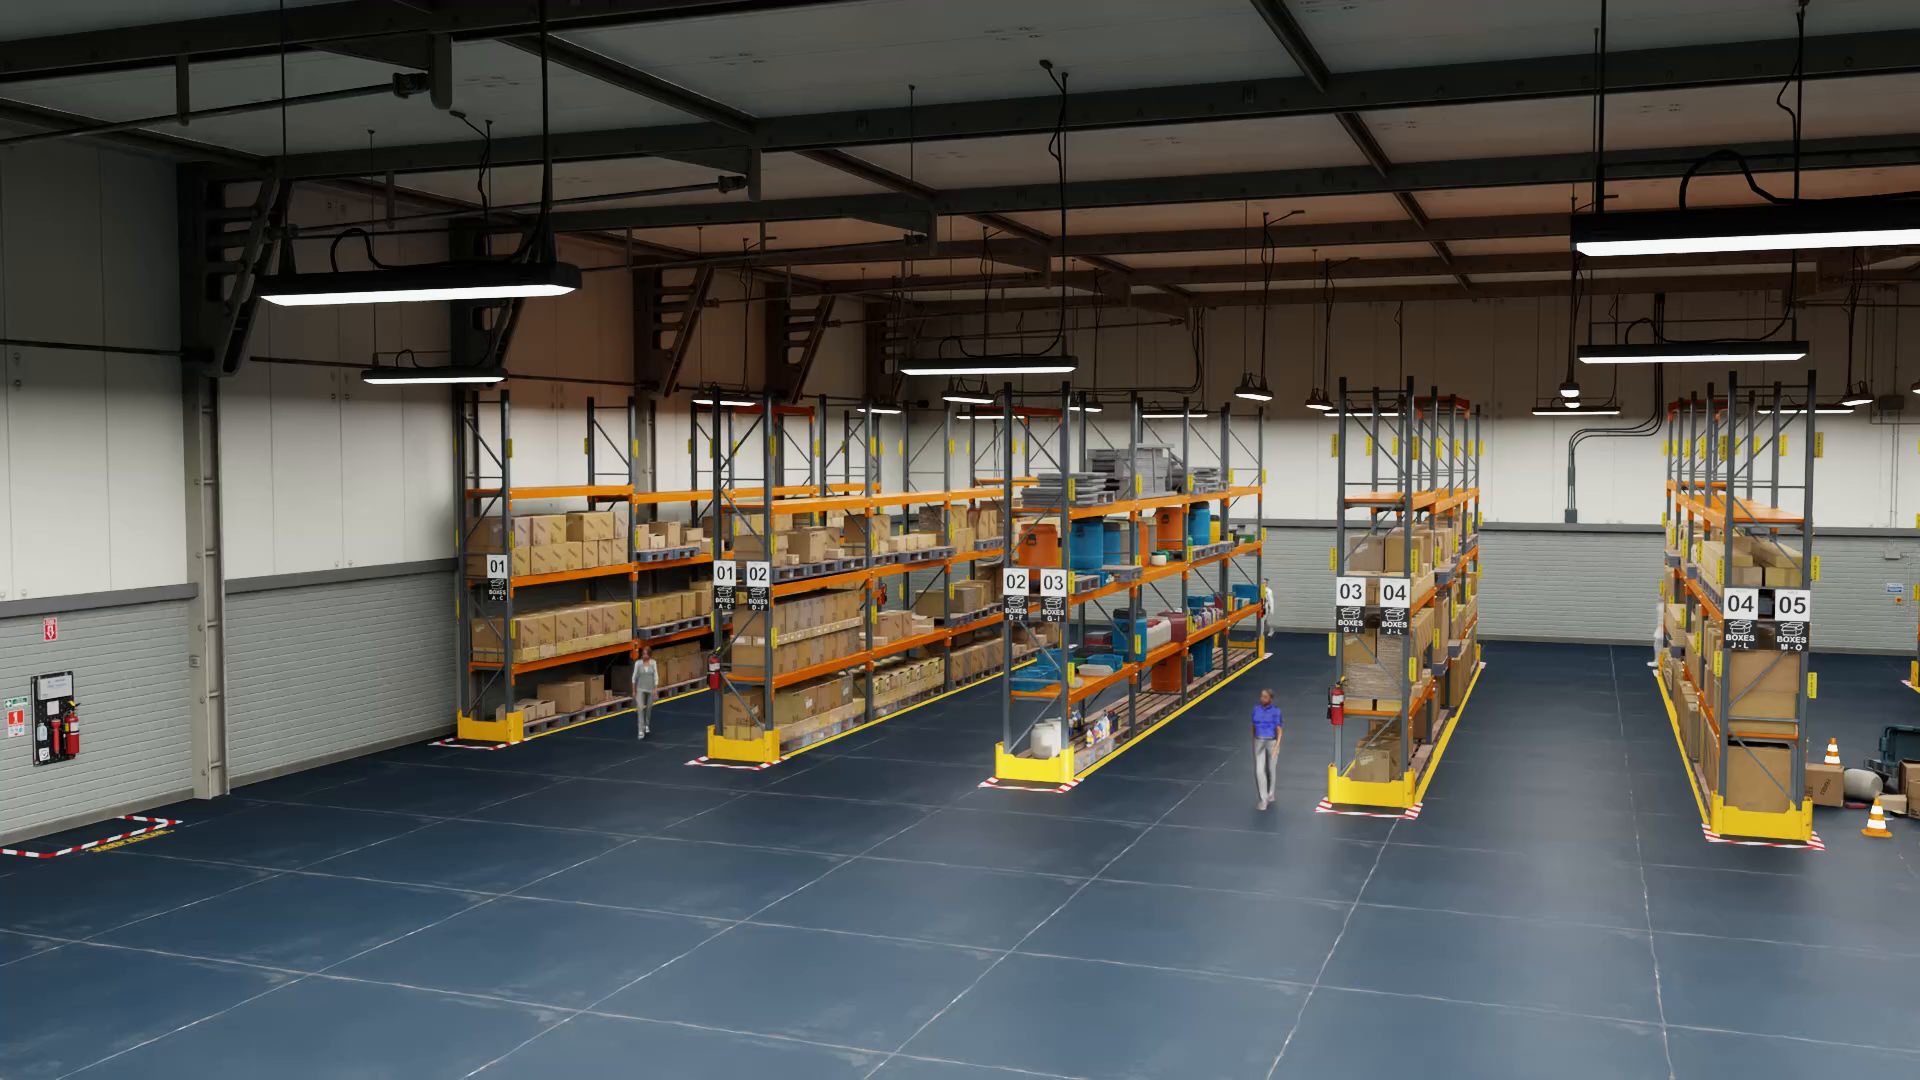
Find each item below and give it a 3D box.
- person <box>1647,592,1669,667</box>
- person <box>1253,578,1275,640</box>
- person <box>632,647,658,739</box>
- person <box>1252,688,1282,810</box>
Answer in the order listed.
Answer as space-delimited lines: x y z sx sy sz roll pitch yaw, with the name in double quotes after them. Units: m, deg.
16.134 2.075 37.914 0.837 1.659 0.592 1 3 24 "person"
7.944 1.783 43.352 1.032 1.620 0.501 -3 4 -41 "person"
-5.456 2.616 28.826 0.447 1.544 0.919 -1 3 -23 "person"
4.305 2.903 23.333 0.470 1.661 0.709 1 3 23 "person"
